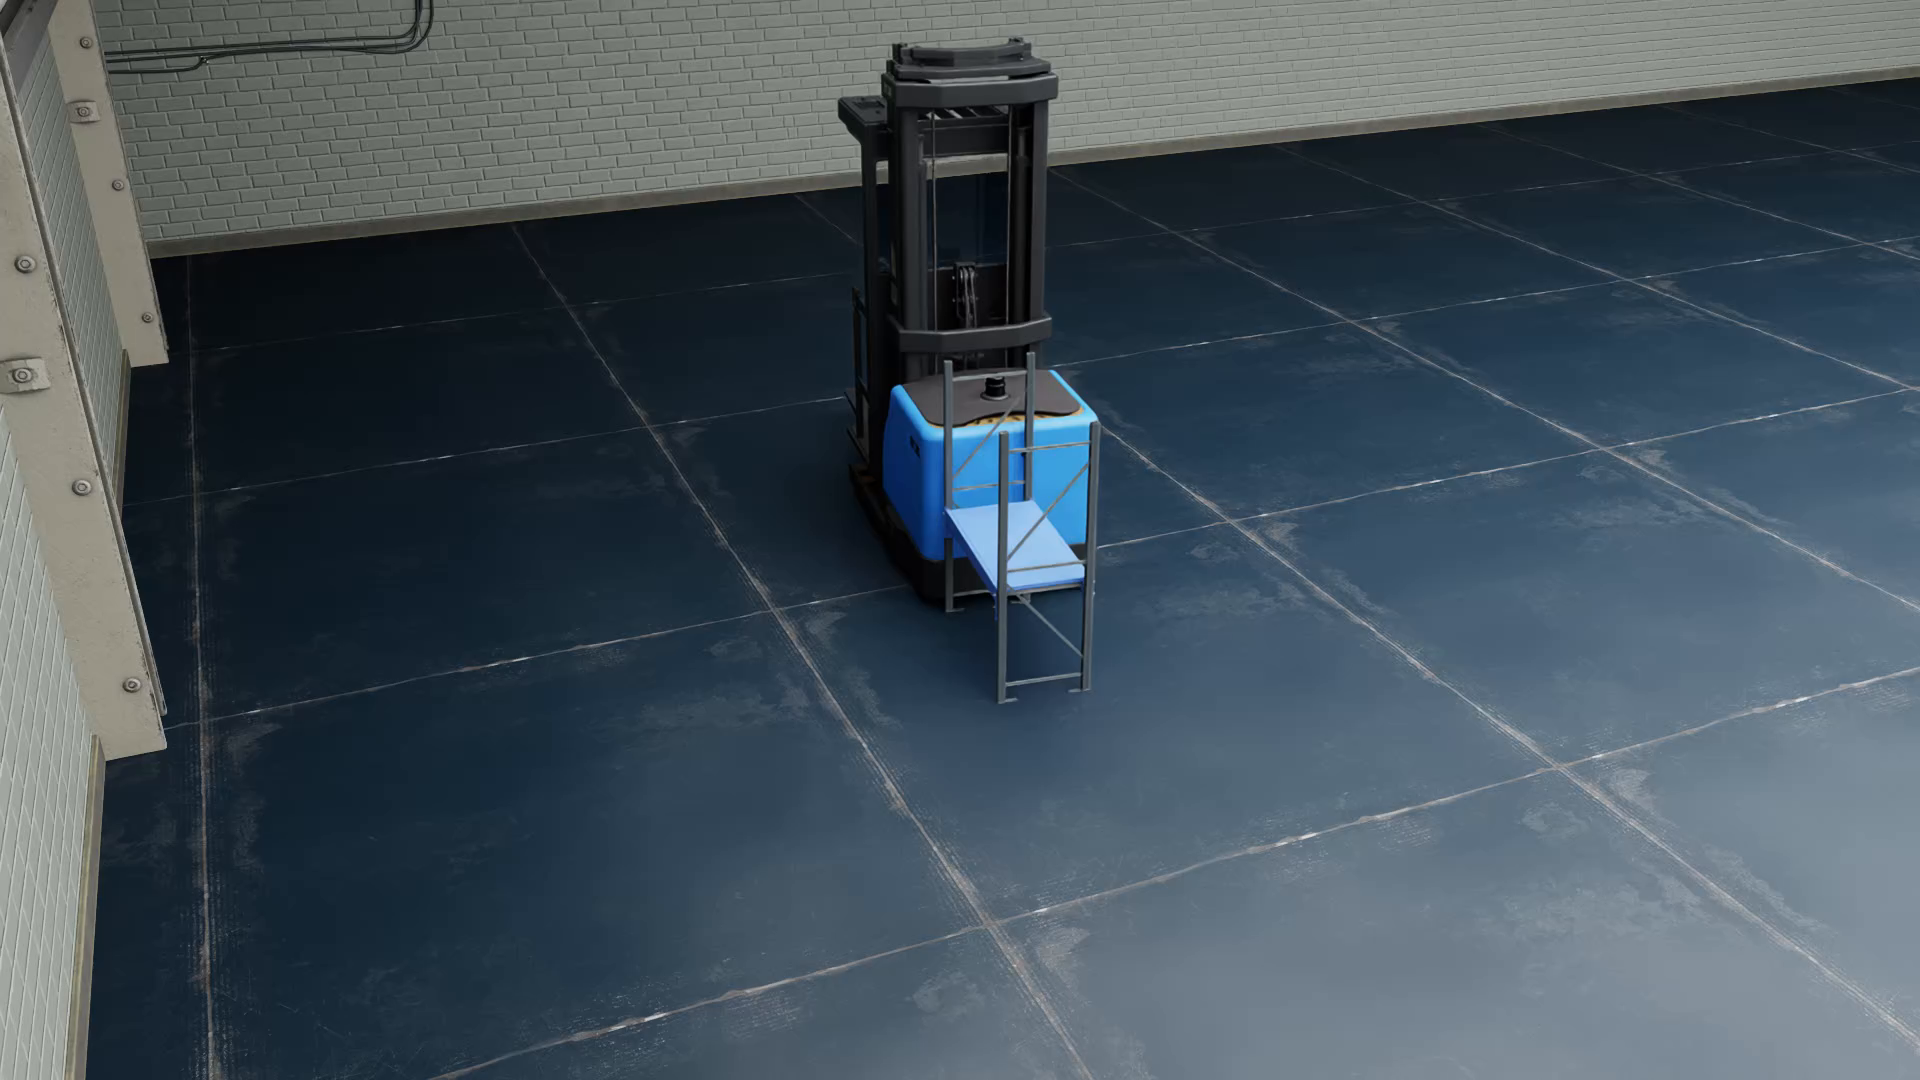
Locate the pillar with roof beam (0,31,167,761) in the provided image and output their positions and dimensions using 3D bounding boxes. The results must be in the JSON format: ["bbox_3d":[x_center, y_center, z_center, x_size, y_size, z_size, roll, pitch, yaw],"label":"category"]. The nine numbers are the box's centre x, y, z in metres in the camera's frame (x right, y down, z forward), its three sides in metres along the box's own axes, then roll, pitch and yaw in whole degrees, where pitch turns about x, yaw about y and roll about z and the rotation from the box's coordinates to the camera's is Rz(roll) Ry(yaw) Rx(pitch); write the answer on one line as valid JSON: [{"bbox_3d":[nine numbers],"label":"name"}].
[{"bbox_3d":[-0.150,-3.814,7.805,9.100,9.000,0.400,-11,28,-21],"label":"pillar with roof beam"}]

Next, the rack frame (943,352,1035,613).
[{"bbox_3d":[0.157,-0.295,9.145,0.500,1.500,0.032,-7,27,-14],"label":"rack frame"}]

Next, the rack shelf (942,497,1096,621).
[{"bbox_3d":[0.293,0.081,8.784,0.538,0.185,1.000,-7,27,-14],"label":"rack shelf"}]

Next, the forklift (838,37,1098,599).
[{"bbox_3d":[-0.099,-1.611,10.208,1.130,2.935,3.031,-7,27,-14],"label":"forklift"}]

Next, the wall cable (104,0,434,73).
[{"bbox_3d":[-6.398,-5.518,14.833,3.097,2.526,0.112,-11,28,-21],"label":"wall cable"}]

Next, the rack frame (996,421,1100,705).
[{"bbox_3d":[0.429,0.135,8.265,0.500,1.500,0.032,-7,27,-14],"label":"rack frame"}]

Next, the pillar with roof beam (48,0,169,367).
[{"bbox_3d":[-2.500,-6.236,12.766,9.100,9.000,0.400,-11,28,-21],"label":"pillar with roof beam"}]

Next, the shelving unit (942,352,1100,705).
[{"bbox_3d":[0.293,-0.080,8.705,0.538,1.500,1.048,-7,27,-14],"label":"shelving unit"}]
